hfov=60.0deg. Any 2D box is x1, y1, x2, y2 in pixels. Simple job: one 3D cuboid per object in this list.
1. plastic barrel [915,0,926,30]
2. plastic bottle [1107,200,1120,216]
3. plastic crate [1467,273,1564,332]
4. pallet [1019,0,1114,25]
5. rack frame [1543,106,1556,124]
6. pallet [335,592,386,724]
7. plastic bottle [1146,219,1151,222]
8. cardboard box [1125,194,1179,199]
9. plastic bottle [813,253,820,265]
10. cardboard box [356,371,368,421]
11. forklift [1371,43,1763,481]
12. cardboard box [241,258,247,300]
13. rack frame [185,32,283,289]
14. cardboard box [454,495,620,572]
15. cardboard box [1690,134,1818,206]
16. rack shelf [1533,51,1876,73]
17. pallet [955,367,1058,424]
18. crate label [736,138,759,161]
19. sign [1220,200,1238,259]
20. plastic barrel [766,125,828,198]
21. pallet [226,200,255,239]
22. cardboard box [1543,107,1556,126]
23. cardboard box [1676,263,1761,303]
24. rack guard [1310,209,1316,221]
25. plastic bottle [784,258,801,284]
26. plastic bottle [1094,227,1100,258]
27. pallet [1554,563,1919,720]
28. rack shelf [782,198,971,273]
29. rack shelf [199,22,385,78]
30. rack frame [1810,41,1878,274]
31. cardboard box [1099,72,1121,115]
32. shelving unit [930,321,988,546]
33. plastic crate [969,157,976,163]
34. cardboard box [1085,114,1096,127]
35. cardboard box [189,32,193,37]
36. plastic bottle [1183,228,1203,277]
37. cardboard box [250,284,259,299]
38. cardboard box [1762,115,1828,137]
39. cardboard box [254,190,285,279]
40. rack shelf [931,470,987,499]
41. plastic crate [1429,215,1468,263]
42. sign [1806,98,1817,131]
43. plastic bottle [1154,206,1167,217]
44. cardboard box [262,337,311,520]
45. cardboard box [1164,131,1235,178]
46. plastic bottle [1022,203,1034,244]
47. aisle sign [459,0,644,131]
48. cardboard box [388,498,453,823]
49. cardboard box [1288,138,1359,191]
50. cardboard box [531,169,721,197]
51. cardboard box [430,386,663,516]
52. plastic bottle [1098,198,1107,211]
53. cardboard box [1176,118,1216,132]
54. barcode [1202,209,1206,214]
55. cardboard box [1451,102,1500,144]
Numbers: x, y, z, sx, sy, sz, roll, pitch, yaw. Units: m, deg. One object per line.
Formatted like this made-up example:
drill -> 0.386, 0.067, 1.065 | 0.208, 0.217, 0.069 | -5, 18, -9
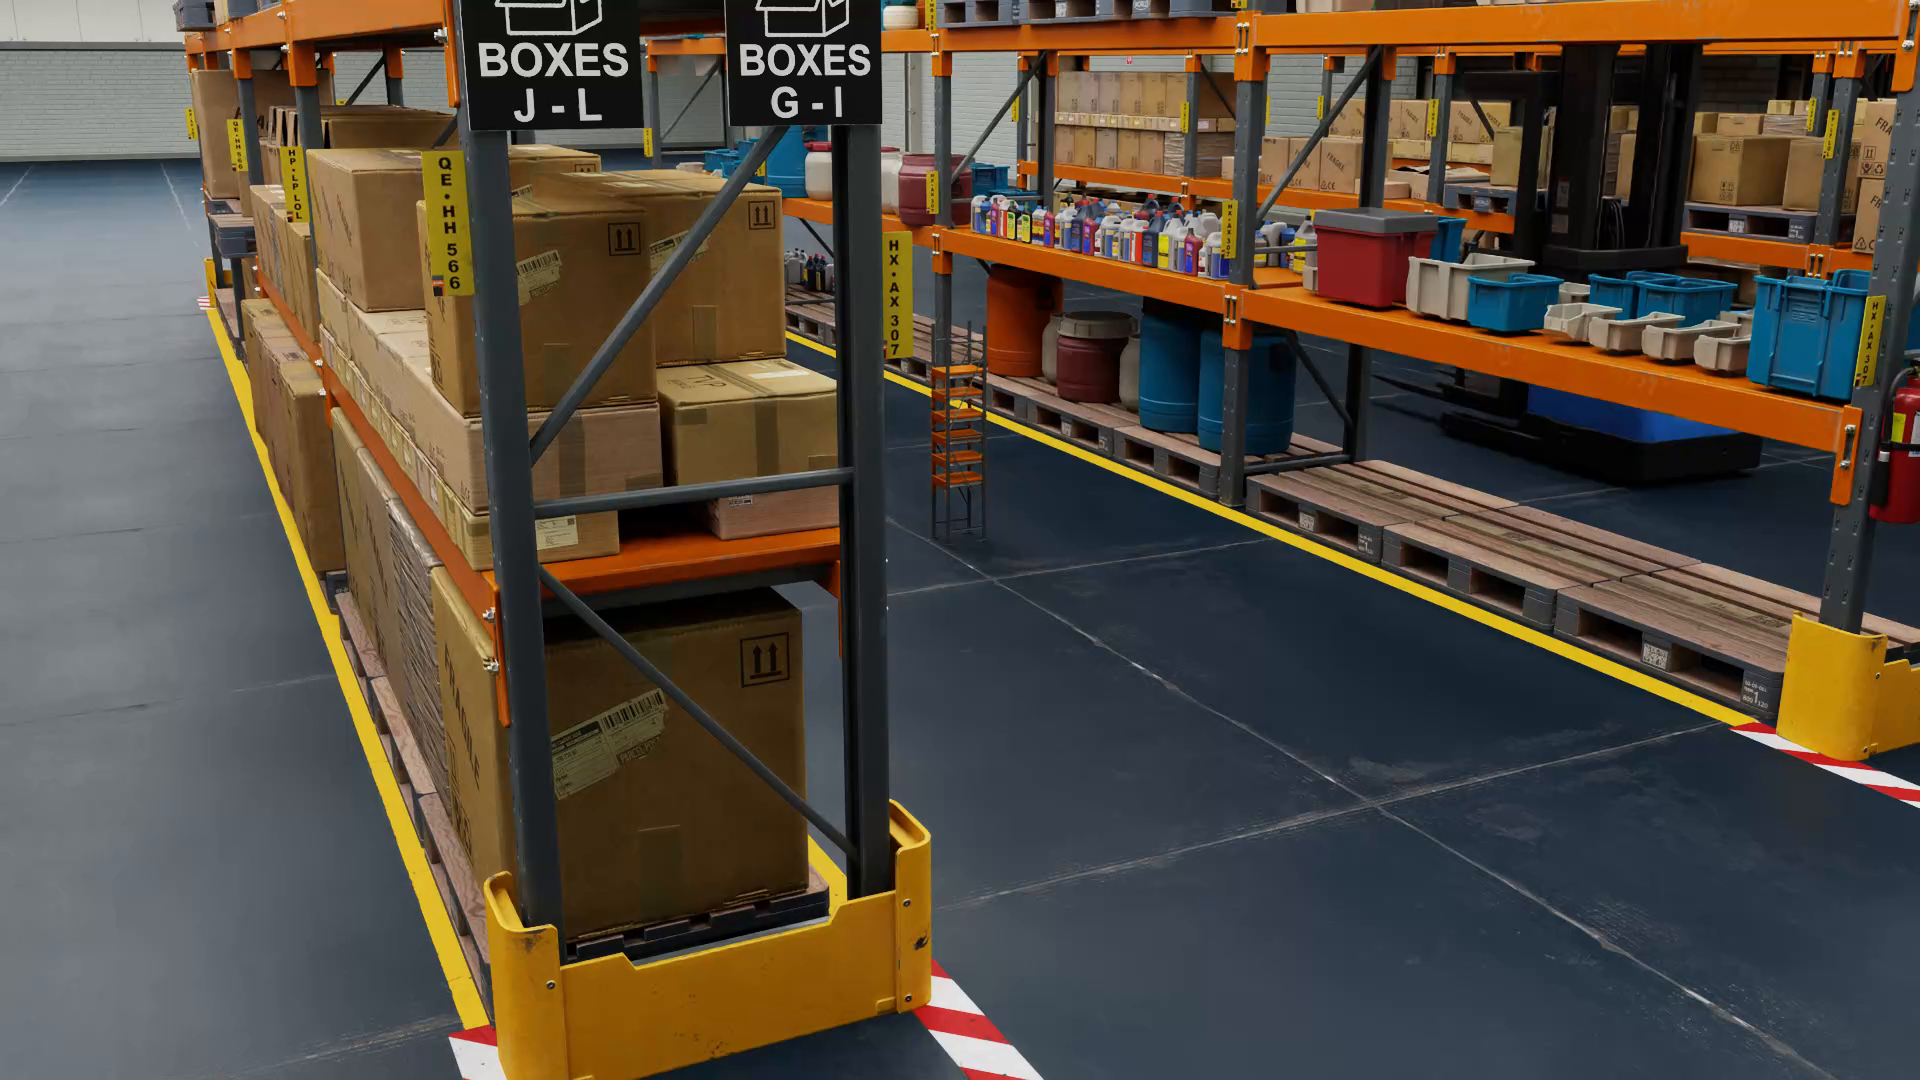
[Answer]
plastic barrel -> -0.174, -4.735, 14.095 | 0.600, 0.830, 0.708 | -8, 18, -25
plastic bottle -> 1.144, -2.399, 12.407 | 0.097, 0.271, 0.097 | 0, 16, 0
plastic crate -> 2.652, -1.137, 7.971 | 0.416, 0.233, 0.300 | -8, 18, -25
pallet -> 1.099, -3.517, 10.973 | 1.003, 0.211, 1.213 | -8, 18, -25
rack frame -> 7.431, -4.884, 20.830 | 1.000, 3.000, 0.127 | -8, 18, -25
pallet -> -2.160, 0.434, 7.355 | 1.003, 0.211, 1.213 | -8, 18, -25
plastic bottle -> 1.231, -1.968, 10.905 | 0.097, 0.271, 0.097 | 0, 16, 0
cardboard box -> 2.399, -4.049, 20.787 | 0.500, 0.500, 0.500 | -8, 18, -25
plastic bottle -> -1.538, -2.922, 17.999 | 0.144, 0.351, 0.185 | -8, 18, -27
cardboard box -> -2.024, -0.549, 6.180 | 0.380, 0.149, 0.250 | -7, 18, -24
forklift -> 4.085, -2.138, 11.388 | 1.130, 2.935, 3.031 | -7, 17, -22
cardboard box -> -7.129, -2.779, 17.267 | 0.500, 0.500, 0.500 | -3, 16, -10
rack frame -> -7.680, -4.080, 18.029 | 1.000, 3.000, 0.127 | -8, 18, -25
cardboard box -> -1.122, -0.040, 4.408 | 0.380, 0.149, 0.250 | -7, 18, -24
cardboard box -> 6.119, -2.858, 12.828 | 0.700, 0.500, 0.500 | -5, 17, -16
rack shelf -> 8.307, -5.484, 18.788 | 1.077, 0.370, 4.000 | -8, 18, -25
pallet -> 0.660, -1.164, 12.923 | 1.003, 0.211, 1.213 | -8, 18, -25
crate label -> -2.178, -4.272, 18.633 | 0.502, 0.435, 0.616 | -8, 18, -25
sign -> 1.534, -1.770, 9.478 | 0.100, 0.325, 0.005 | -8, 18, -25
plastic barrel -> -1.578, -3.795, 16.128 | 0.600, 0.901, 0.708 | -8, 18, -25
pallet -> -5.079, -2.490, 12.836 | 1.003, 0.211, 1.213 | -8, 18, -25
cardboard box -> 7.413, -5.323, 21.239 | 0.500, 0.500, 0.500 | -8, 18, -26
cardboard box -> 6.053, -2.068, 13.394 | 0.500, 0.250, 0.500 | -8, 18, -25
rack guard -> 5.712, -4.655, 24.566 | 1.175, 0.500, 0.348 | -8, 18, -25
plastic bottle -> -1.847, -2.967, 18.292 | 0.152, 0.276, 0.135 | -8, 18, -25
plastic bottle -> 0.950, -1.998, 11.135 | 0.097, 0.201, 0.097 | 0, 16, 0
pallet -> 3.456, 0.420, 7.403 | 1.003, 0.211, 1.213 | -8, 18, -25
rack shelf -> -0.599, -2.845, 15.030 | 1.077, 0.370, 4.000 | -8, 18, -25
rack shelf -> -5.051, -3.688, 12.530 | 1.077, 0.370, 4.000 | -8, 18, -25
rack frame -> 6.484, -2.300, 11.829 | 1.000, 3.000, 0.127 | -8, 18, -25
cardboard box -> 2.120, -5.438, 20.230 | 0.700, 0.500, 0.500 | -8, 18, -25
shelving unit -> -0.006, -0.580, 9.098 | 0.258, 1.200, 0.189 | -8, 18, -25
plastic crate -> -0.155, -3.163, 14.719 | 0.402, 0.464, 0.583 | -8, 18, -25
cardboard box -> 1.771, -5.193, 20.552 | 0.380, 0.149, 0.250 | -8, 18, -26
cardboard box -> -7.256, -5.048, 16.238 | 0.500, 0.250, 0.500 | -8, 18, -25
plastic bottle -> 1.424, -1.757, 10.147 | 0.061, 0.283, 0.133 | -8, 18, -25
cardboard box -> -5.678, -1.943, 14.317 | 0.700, 0.500, 0.500 | -9, 18, -29
cardboard box -> 8.968, -4.267, 17.702 | 0.700, 0.500, 0.500 | -10, 19, -31
cardboard box -> -3.979, -1.863, 10.124 | 0.500, 0.500, 0.500 | -8, 18, -26
rack shelf -> -0.006, -0.307, 9.176 | 0.258, 0.103, 0.180 | -8, 18, -25
plastic crate -> 2.541, -1.649, 9.480 | 0.392, 0.384, 0.575 | -8, 18, -25
sign -> 8.699, -4.342, 16.989 | 0.100, 0.325, 0.005 | -8, 18, -25
plastic bottle -> 1.424, -2.220, 11.760 | 0.061, 0.283, 0.133 | -8, 18, -25
cardboard box -> -3.113, -0.662, 9.212 | 1.225, 0.875, 0.875 | -8, 18, -27
cardboard box -> 2.779, -4.441, 19.108 | 0.700, 0.500, 0.500 | -8, 18, -26
plastic bottle -> 0.498, -2.281, 11.974 | 0.061, 0.283, 0.133 | -8, 18, -25
aisle sign -> -0.908, -1.308, 3.657 | 0.394, 0.787, 0.004 | -8, 18, -25
cardboard box -> -1.421, 0.332, 5.745 | 0.875, 0.875, 0.875 | -8, 18, -25
cardboard box -> 3.751, -3.885, 17.169 | 0.500, 0.500, 0.500 | -8, 18, -25
cardboard box -> -1.089, -0.947, 5.486 | 0.500, 0.500, 0.500 | -8, 18, -26
cardboard box -> -1.121, -0.271, 4.491 | 0.500, 0.250, 0.500 | -8, 18, -26
plastic bottle -> 1.059, -2.448, 12.575 | 0.097, 0.271, 0.097 | 0, 16, 0
cardboard box -> 2.668, -4.685, 18.783 | 0.380, 0.149, 0.250 | -8, 18, -25
barcode -> 2.717, -3.642, 18.497 | 0.001, 0.075, 0.075 | -8, 18, -25
cardboard box -> 6.722, -5.384, 21.452 | 0.500, 0.500, 0.500 | -8, 18, -25
